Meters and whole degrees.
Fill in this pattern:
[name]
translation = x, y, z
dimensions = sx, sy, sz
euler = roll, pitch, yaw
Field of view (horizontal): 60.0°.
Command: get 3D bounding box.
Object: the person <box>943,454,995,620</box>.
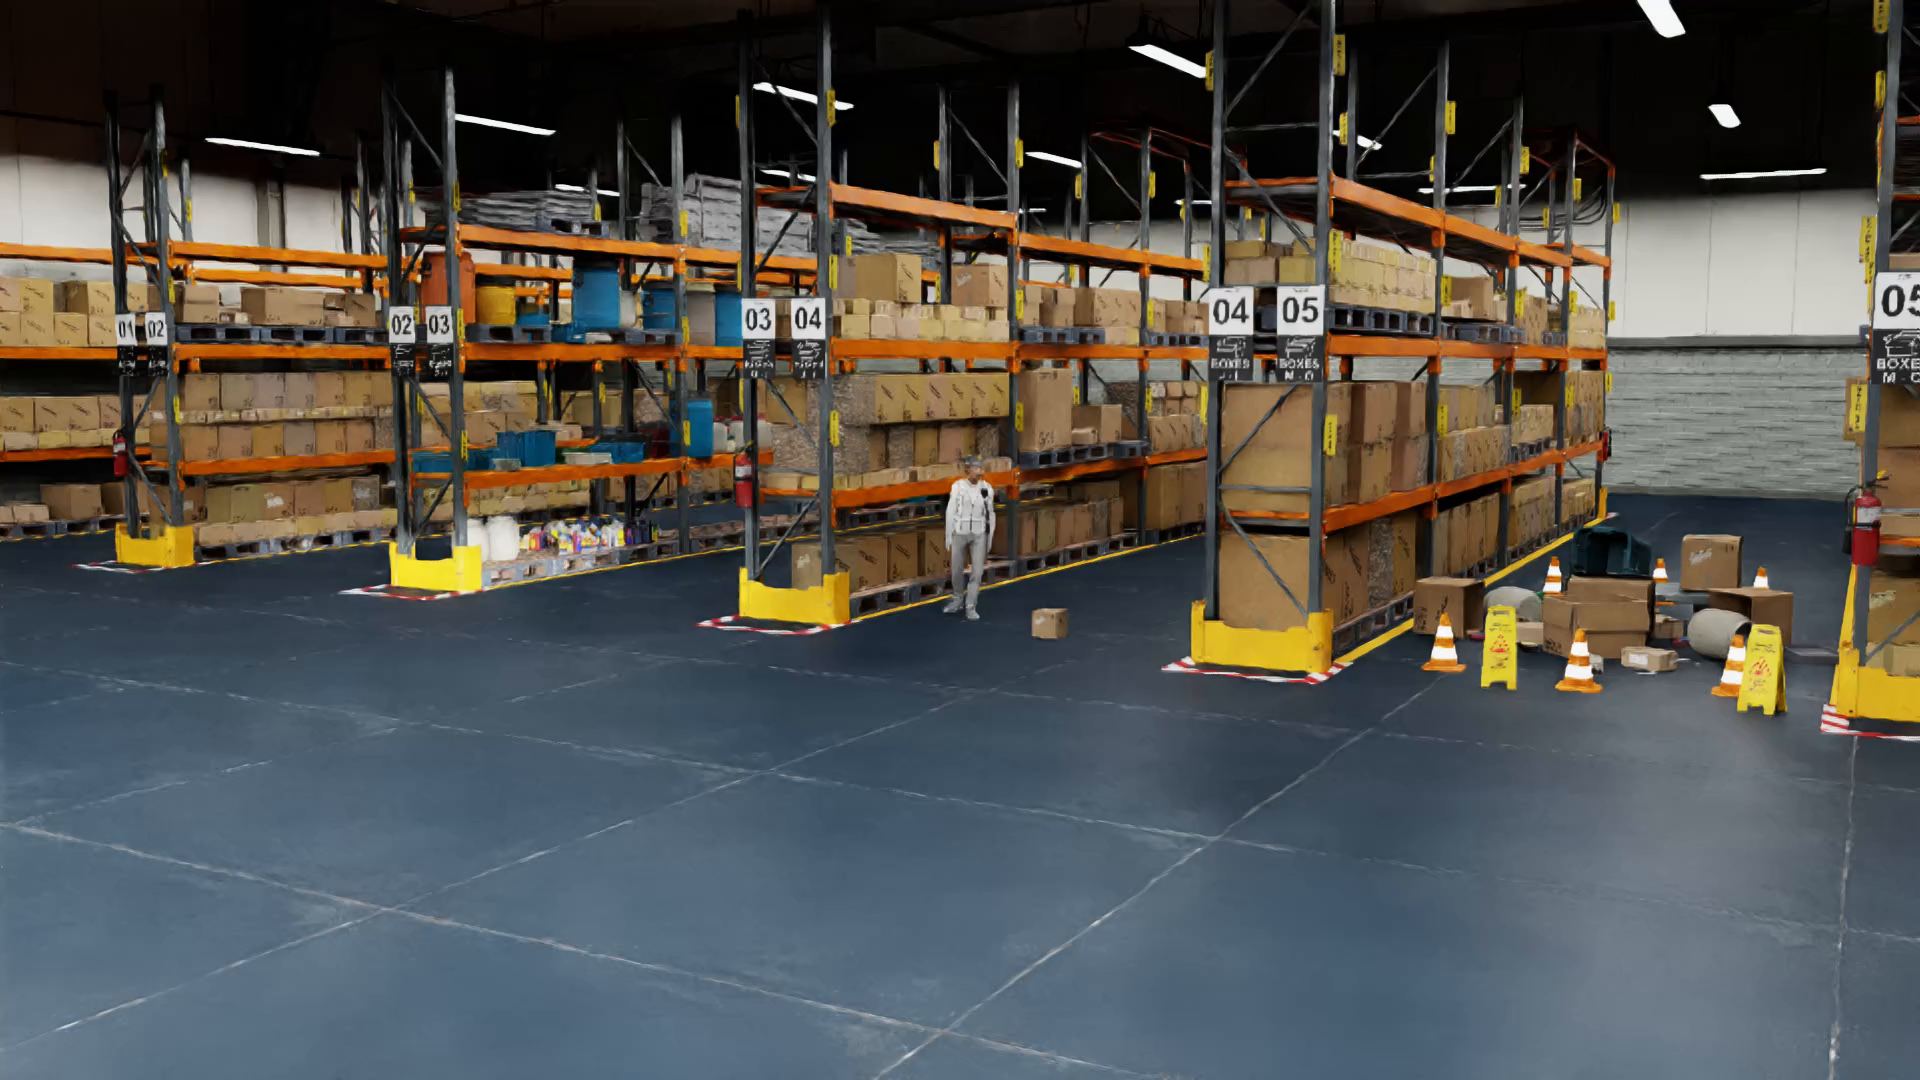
[person]
translation = 0.091, -0.051, 16.797
dimensions = 0.525, 1.667, 0.530
euler = 0, 6, -4
